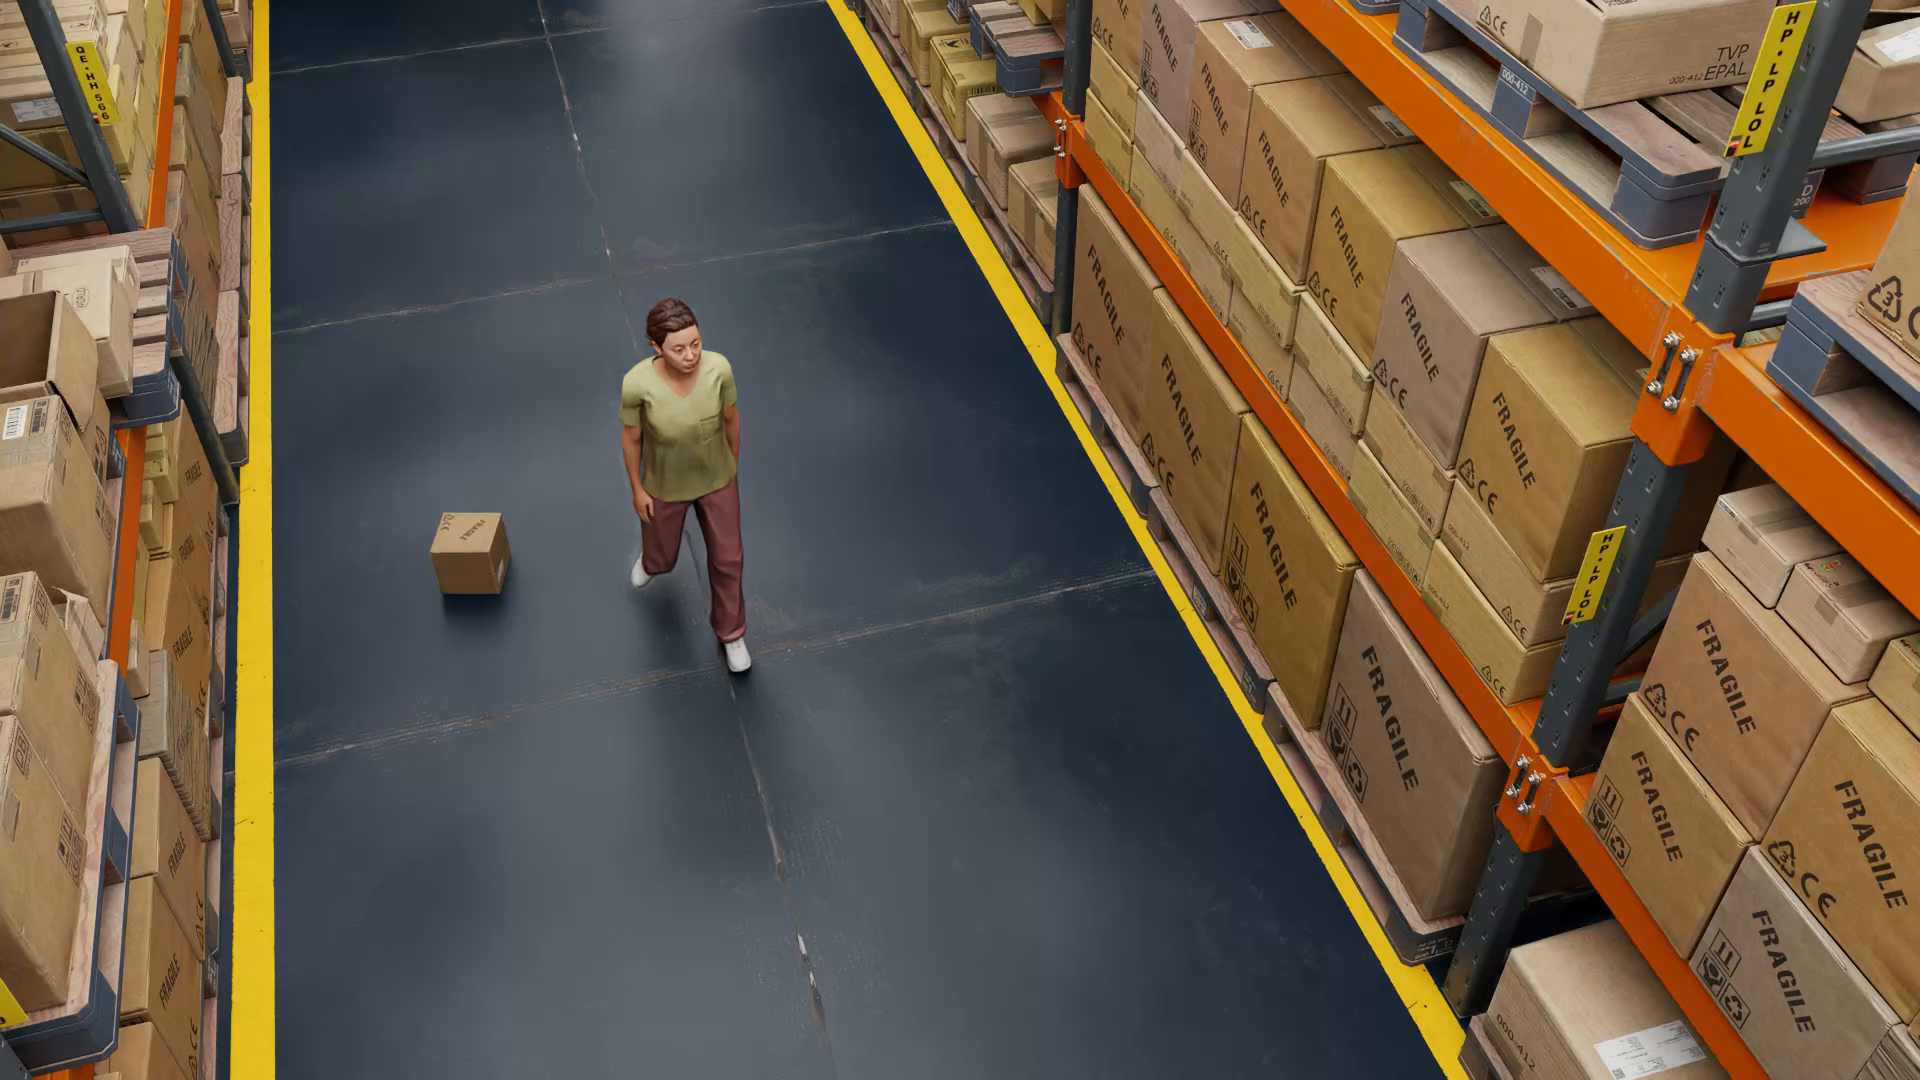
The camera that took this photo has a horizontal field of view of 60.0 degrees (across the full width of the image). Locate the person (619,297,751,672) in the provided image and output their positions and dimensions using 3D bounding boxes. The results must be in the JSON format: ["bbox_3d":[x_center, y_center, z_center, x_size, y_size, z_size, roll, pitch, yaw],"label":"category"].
[{"bbox_3d":[-1.078,-0.271,6.433,0.490,1.661,0.732,-14,44,-15],"label":"person"}]
